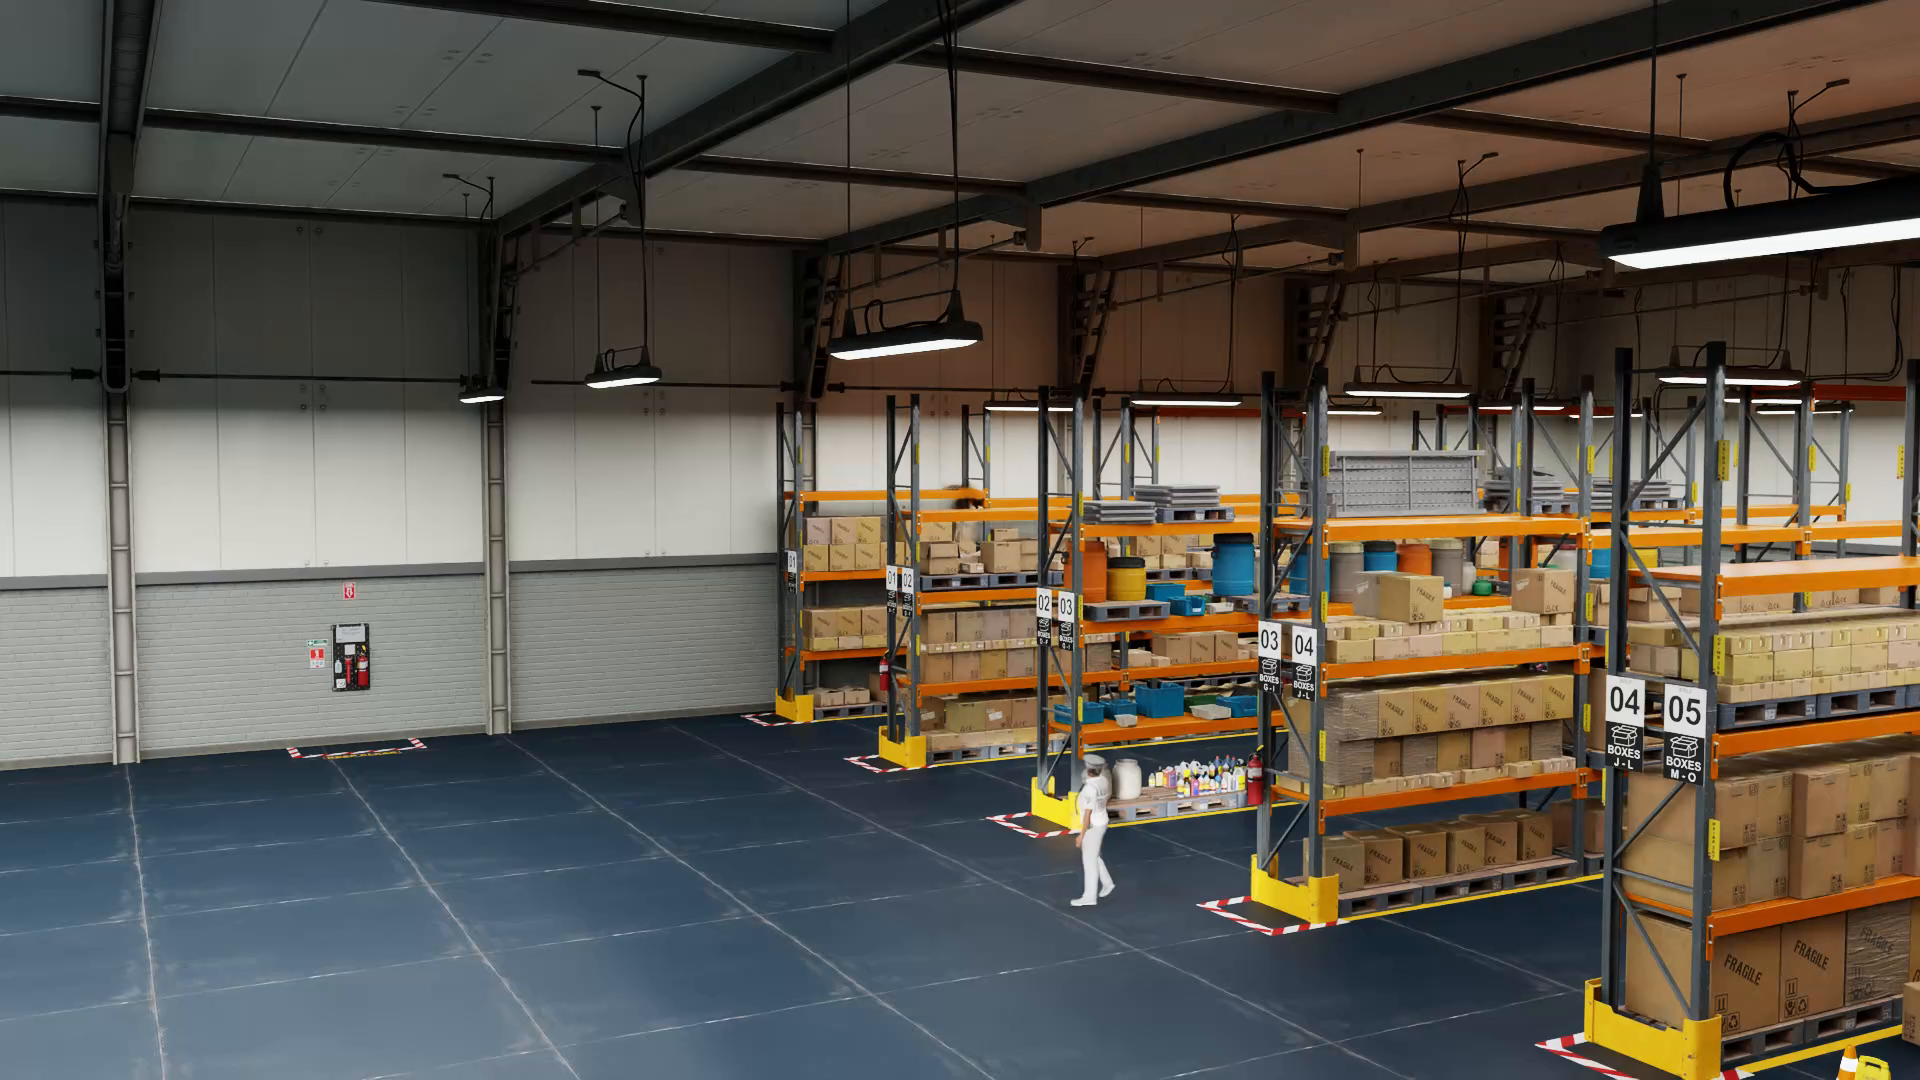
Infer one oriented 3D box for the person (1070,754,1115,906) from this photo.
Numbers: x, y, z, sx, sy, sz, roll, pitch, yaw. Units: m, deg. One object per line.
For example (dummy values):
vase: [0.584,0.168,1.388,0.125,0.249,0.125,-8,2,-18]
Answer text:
person: [1.514,3.260,18.793,0.444,1.686,0.560,1,3,16]
